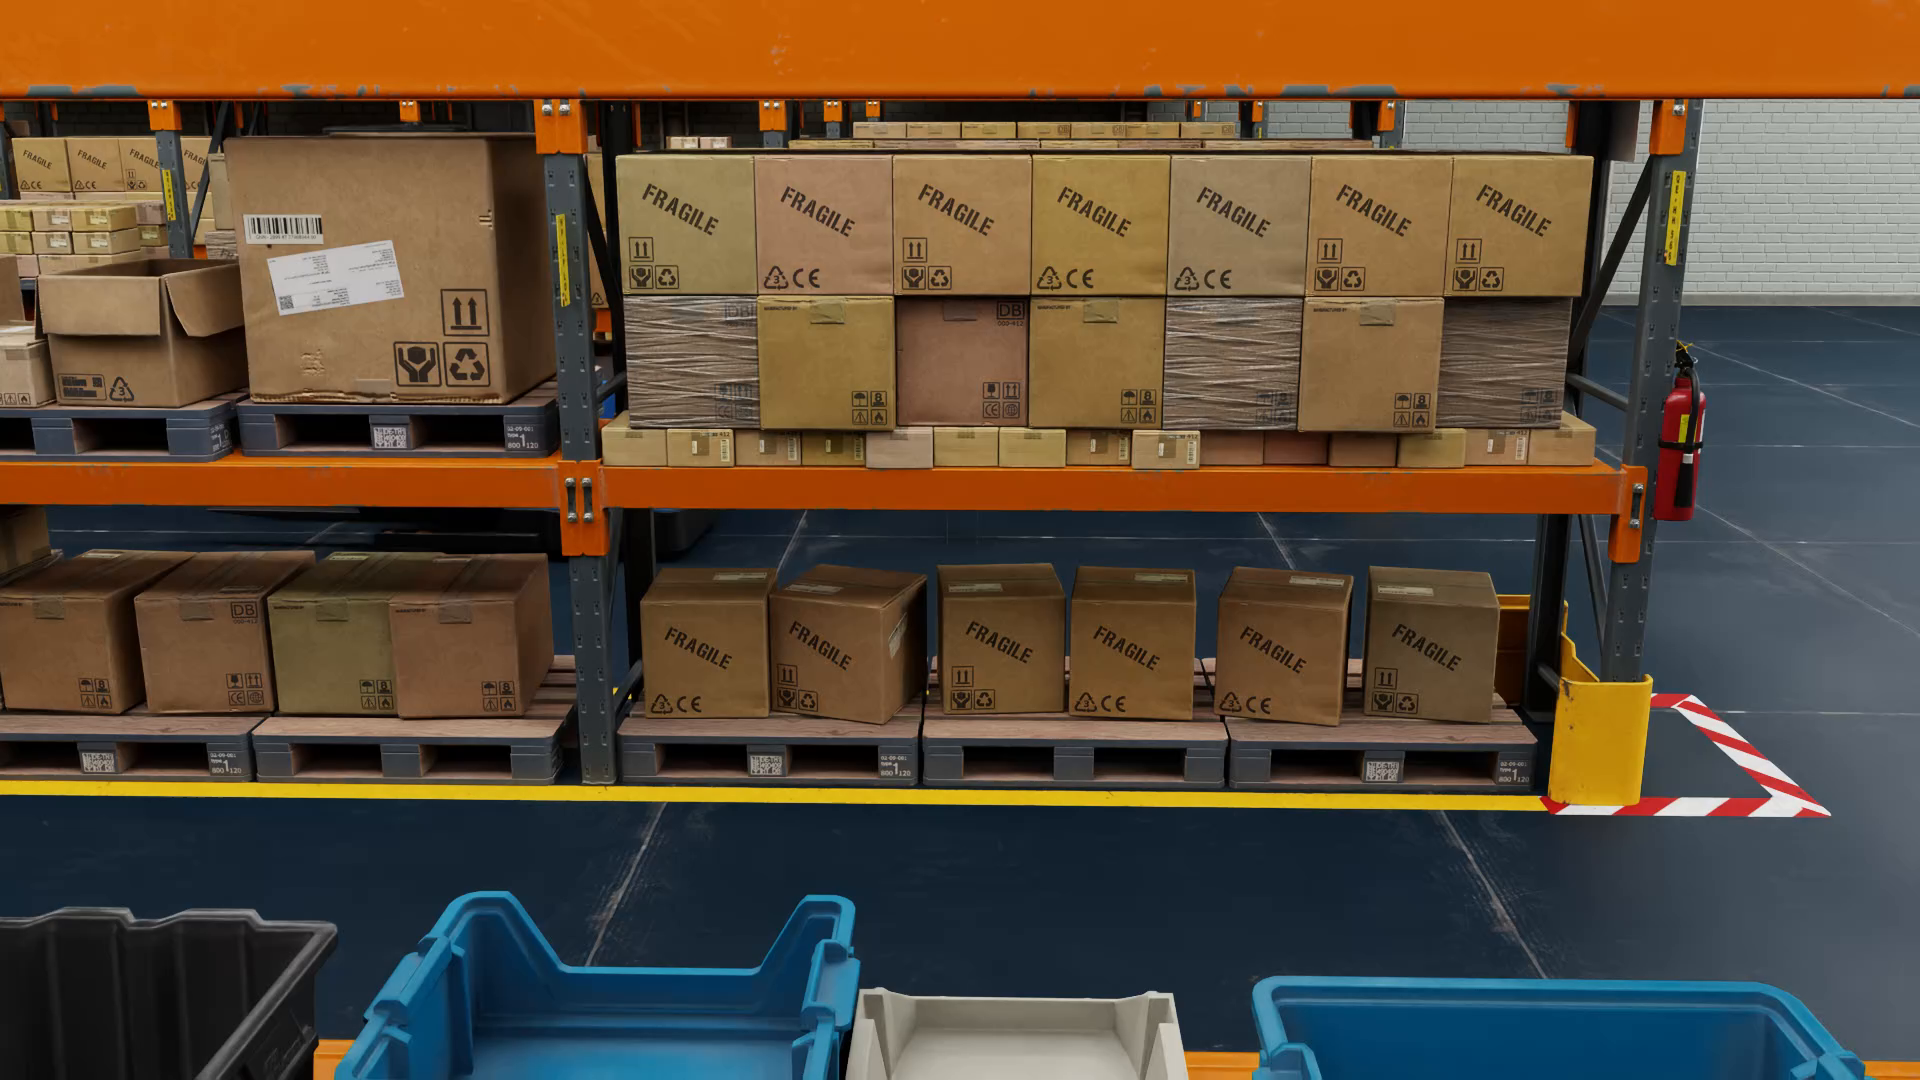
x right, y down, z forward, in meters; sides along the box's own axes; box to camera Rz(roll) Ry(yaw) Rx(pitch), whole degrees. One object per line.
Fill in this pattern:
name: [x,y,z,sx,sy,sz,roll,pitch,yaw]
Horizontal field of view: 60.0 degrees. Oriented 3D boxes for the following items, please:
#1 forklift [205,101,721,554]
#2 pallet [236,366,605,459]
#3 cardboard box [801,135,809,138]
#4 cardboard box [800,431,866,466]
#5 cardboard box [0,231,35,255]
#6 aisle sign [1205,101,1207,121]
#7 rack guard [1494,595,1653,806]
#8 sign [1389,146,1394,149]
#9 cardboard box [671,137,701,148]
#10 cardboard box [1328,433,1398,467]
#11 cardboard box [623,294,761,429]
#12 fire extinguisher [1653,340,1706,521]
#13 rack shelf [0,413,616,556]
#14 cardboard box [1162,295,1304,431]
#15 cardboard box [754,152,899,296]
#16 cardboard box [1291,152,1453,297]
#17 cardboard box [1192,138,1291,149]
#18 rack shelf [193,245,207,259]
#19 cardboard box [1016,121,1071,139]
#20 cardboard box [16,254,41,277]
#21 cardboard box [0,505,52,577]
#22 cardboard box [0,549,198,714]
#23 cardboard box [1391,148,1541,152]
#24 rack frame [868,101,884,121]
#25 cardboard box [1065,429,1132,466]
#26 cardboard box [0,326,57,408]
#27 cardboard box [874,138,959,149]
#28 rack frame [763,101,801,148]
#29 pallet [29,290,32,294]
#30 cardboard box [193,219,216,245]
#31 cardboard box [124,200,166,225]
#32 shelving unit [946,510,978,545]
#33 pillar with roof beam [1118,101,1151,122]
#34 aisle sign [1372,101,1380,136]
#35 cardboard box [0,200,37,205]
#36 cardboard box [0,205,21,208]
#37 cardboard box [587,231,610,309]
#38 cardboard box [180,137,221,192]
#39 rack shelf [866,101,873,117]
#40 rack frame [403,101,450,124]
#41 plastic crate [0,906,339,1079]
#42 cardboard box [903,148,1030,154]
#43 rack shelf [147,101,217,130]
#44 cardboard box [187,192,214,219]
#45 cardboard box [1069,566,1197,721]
forklift: [-3.085,-1.440,10.053,3.031,2.935,1.130,1,15,4]
pallet: [-2.190,-0.546,6.904,1.213,0.211,1.003,0,15,1]
cardboard box: [-1.638,-3.926,16.466,0.250,0.149,0.380,0,15,1]
cardboard box: [-0.472,-0.398,6.461,0.250,0.149,0.380,0,15,1]
cardboard box: [-6.236,-2.002,11.132,0.250,0.149,0.380,1,15,3]
aisle sign: [3.003,-5.545,20.381,0.004,0.787,0.394,0,15,1]
rack guard: [2.493,0.638,6.942,0.348,0.500,1.175,0,15,1]
sign: [2.769,-2.371,10.711,0.005,0.325,0.100,0,15,1]
cardboard box: [-2.608,-3.775,15.894,0.250,0.149,0.380,0,15,-1]
cardboard box: [1.528,-0.394,6.445,0.250,0.149,0.380,0,15,1]
cardboard box: [-0.982,-0.770,6.599,0.500,0.500,0.875,0,15,1]
fire extinguisher: [2.672,-0.415,6.183,0.183,0.674,0.296,0,15,1]
rack shelf: [-3.429,-0.262,6.861,4.000,0.370,1.077,0,15,1]
cardboard box: [1.018,-0.760,6.561,0.500,0.500,0.875,0,15,1]
cardboard box: [-0.487,-1.201,6.274,0.500,0.500,0.500,0,15,1]
cardboard box: [1.513,-1.188,6.225,0.500,0.500,0.500,0,15,1]
cardboard box: [1.874,-2.422,11.227,0.550,0.550,0.875,0,15,1]
rack shelf: [-7.175,-2.815,16.539,4.000,0.370,1.077,0,15,1]
cardboard box: [0.792,-3.742,15.903,0.500,0.500,0.700,0,15,1]
cardboard box: [-6.211,-1.858,11.171,0.250,0.149,0.380,1,15,2]
cardboard box: [-4.227,0.009,6.995,0.500,0.250,0.500,2,15,8]
cardboard box: [-3.636,0.375,7.076,0.500,0.500,0.700,2,15,6]
cardboard box: [2.026,-1.319,6.720,0.500,0.500,0.500,0,15,1]
rack frame: [-1.054,-4.389,21.097,0.127,3.000,1.000,0,15,1]
cardboard box: [0.528,-0.400,6.470,0.250,0.149,0.380,0,15,1]
cardboard box: [-3.759,-0.683,6.521,0.500,0.250,0.500,0,15,0]
cardboard box: [-0.281,-2.470,11.412,0.550,0.550,0.875,0,15,1]
rack frame: [-1.202,-1.861,11.512,0.127,3.000,1.000,0,15,1]
pallet: [-7.181,-1.796,11.645,1.213,0.211,1.003,0,15,1]
cardboard box: [-7.212,-3.017,16.189,0.500,0.250,0.500,0,15,1]
cardboard box: [-5.662,-2.308,11.712,0.250,0.149,0.380,0,15,2]
shelving unit: [0.014,-0.580,10.187,0.189,1.200,0.258,0,15,1]
pillar with roof beam: [2.162,-6.401,16.960,0.400,9.000,9.100,0,15,1]
aisle sign: [2.875,-3.168,11.370,0.004,0.787,0.394,0,15,1]
cardboard box: [-6.707,-2.315,11.739,0.250,0.149,0.380,1,15,4]
cardboard box: [-6.482,-2.147,11.100,0.250,0.149,0.380,1,15,3]
cardboard box: [-2.236,-1.847,11.266,0.500,0.500,0.500,0,15,1]
cardboard box: [-7.214,-3.629,16.061,0.500,0.500,0.500,0,15,1]
rack shelf: [-3.053,-5.505,20.856,4.000,0.370,1.077,0,15,1]
rack frame: [-5.175,-3.150,16.398,0.127,3.000,1.000,0,15,1]
plastic crate: [-1.036,0.733,1.805,0.504,0.338,0.767,0,15,1]
cardboard box: [0.027,-1.333,6.773,0.500,0.500,0.500,0,15,1]
rack shelf: [-7.200,-3.002,11.369,4.000,0.370,1.077,0,15,1]
cardboard box: [-7.210,-3.261,16.134,0.500,0.250,0.500,0,15,0]
cardboard box: [0.721,0.423,6.934,0.500,0.500,0.500,2,15,7]
